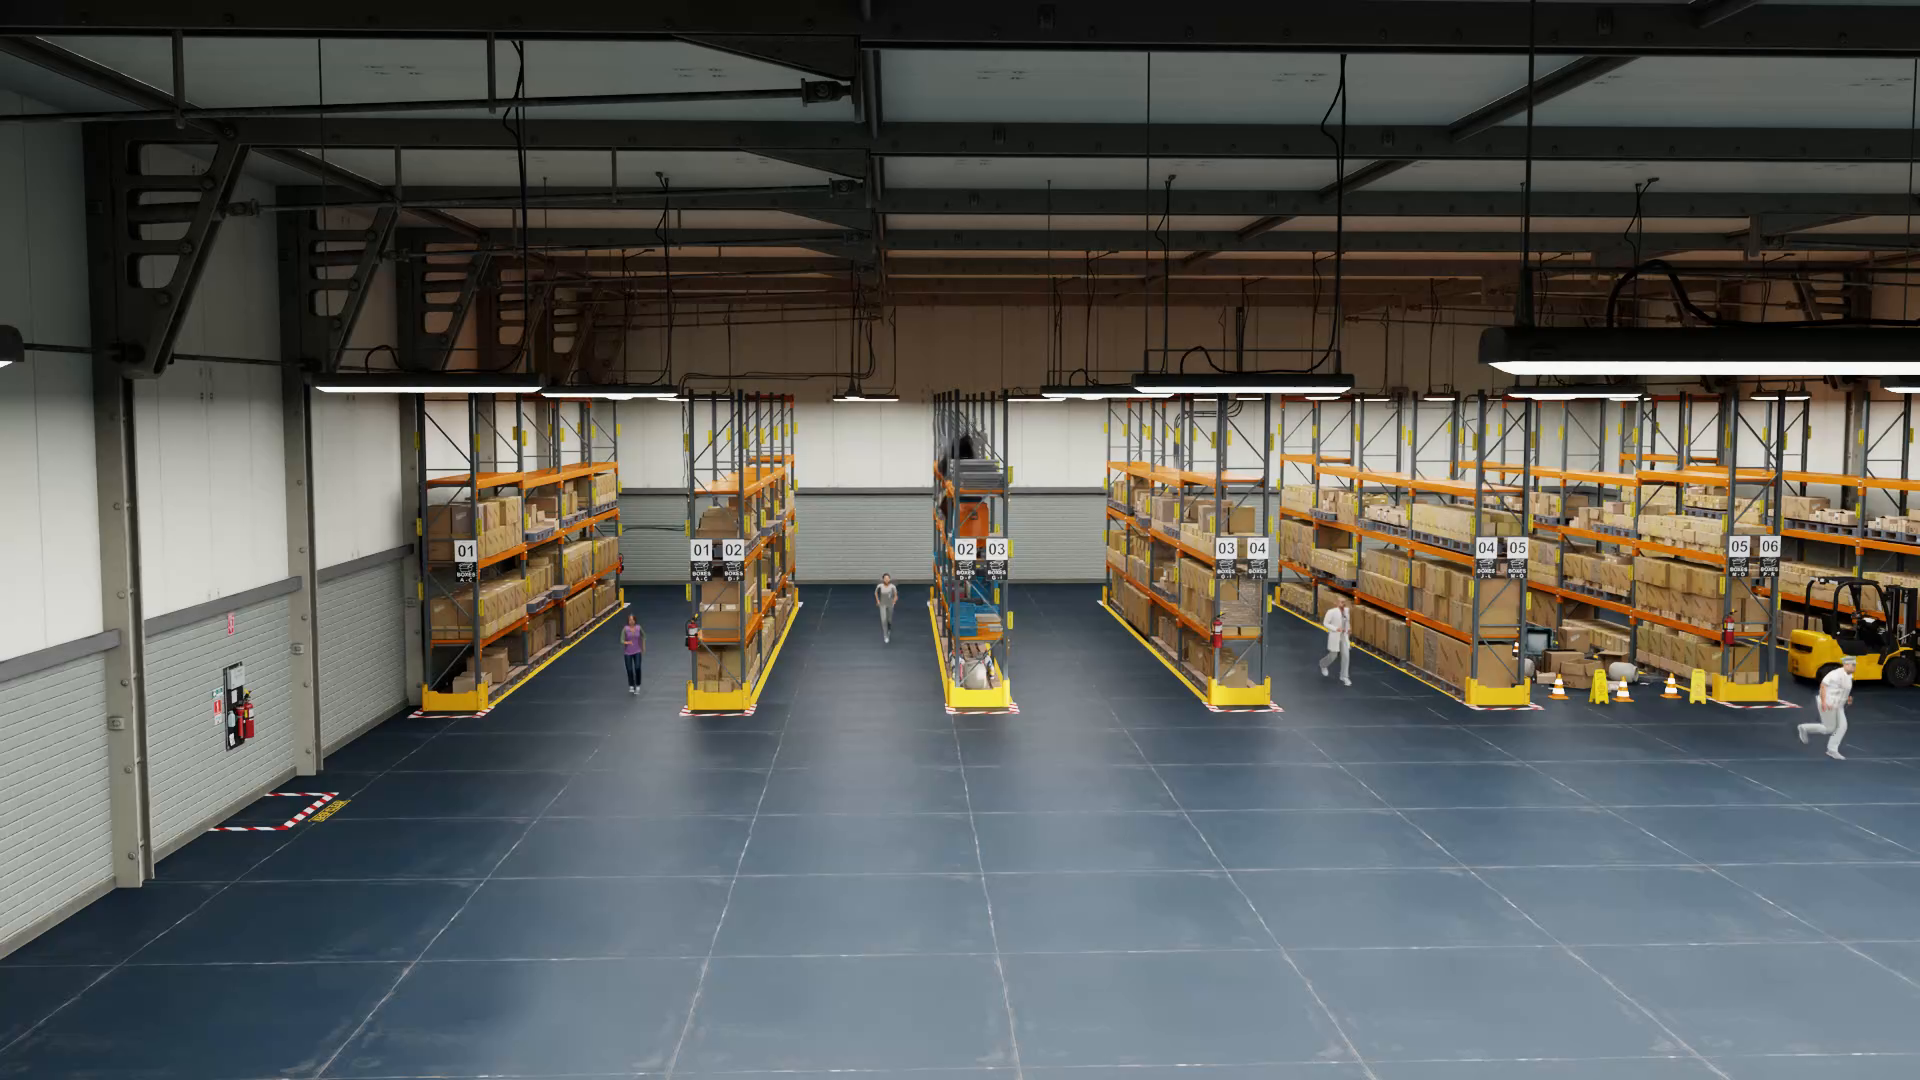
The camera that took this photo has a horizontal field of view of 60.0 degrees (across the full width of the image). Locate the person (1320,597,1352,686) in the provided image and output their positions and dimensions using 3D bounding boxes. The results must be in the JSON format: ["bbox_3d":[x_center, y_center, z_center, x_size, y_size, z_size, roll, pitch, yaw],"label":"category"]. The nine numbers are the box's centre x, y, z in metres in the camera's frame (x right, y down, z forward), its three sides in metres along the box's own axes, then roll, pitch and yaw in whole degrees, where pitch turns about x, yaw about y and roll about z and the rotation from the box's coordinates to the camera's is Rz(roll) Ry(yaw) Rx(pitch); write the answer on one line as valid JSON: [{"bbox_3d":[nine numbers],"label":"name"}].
[{"bbox_3d":[7.782,2.046,34.232,0.734,1.782,1.048,-2,5,-22],"label":"person"}]

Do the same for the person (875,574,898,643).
[{"bbox_3d":[-1.785,1.624,40.292,0.547,1.654,0.877,0,5,-5],"label":"person"}]

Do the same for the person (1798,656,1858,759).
[{"bbox_3d":[14.152,2.695,27.114,0.663,1.716,0.865,-4,6,-42],"label":"person"}]

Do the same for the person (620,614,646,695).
[{"bbox_3d":[-6.428,2.256,32.730,0.508,1.595,0.662,-1,5,-10],"label":"person"}]

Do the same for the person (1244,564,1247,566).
[{"bbox_3d":[7.984,0.951,48.145,0.626,1.720,0.590,1,5,8],"label":"person"}]
